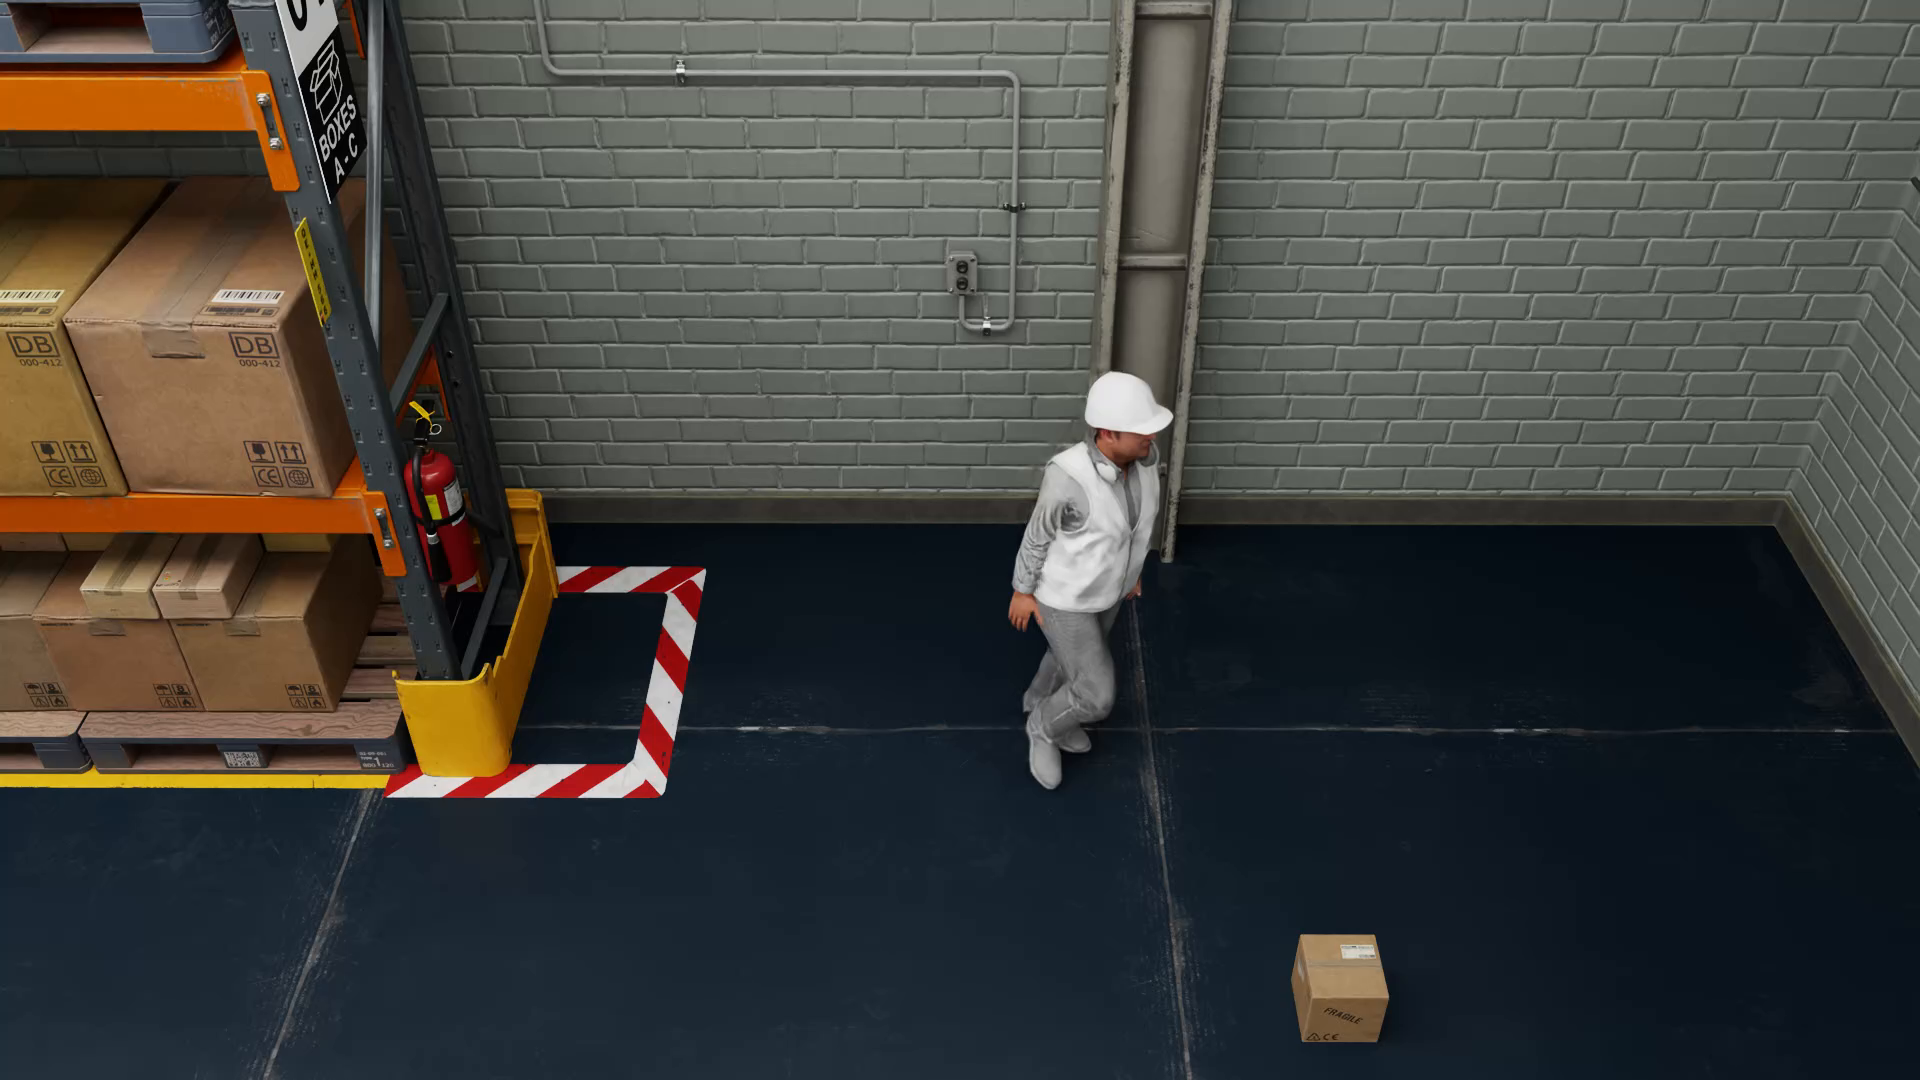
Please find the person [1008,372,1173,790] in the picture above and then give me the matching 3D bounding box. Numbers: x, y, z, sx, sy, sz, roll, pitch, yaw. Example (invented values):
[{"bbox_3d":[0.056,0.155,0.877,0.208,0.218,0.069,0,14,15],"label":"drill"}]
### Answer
[{"bbox_3d":[0.456,0.131,5.945,0.525,1.756,0.566,30,48,32],"label":"person"}]
